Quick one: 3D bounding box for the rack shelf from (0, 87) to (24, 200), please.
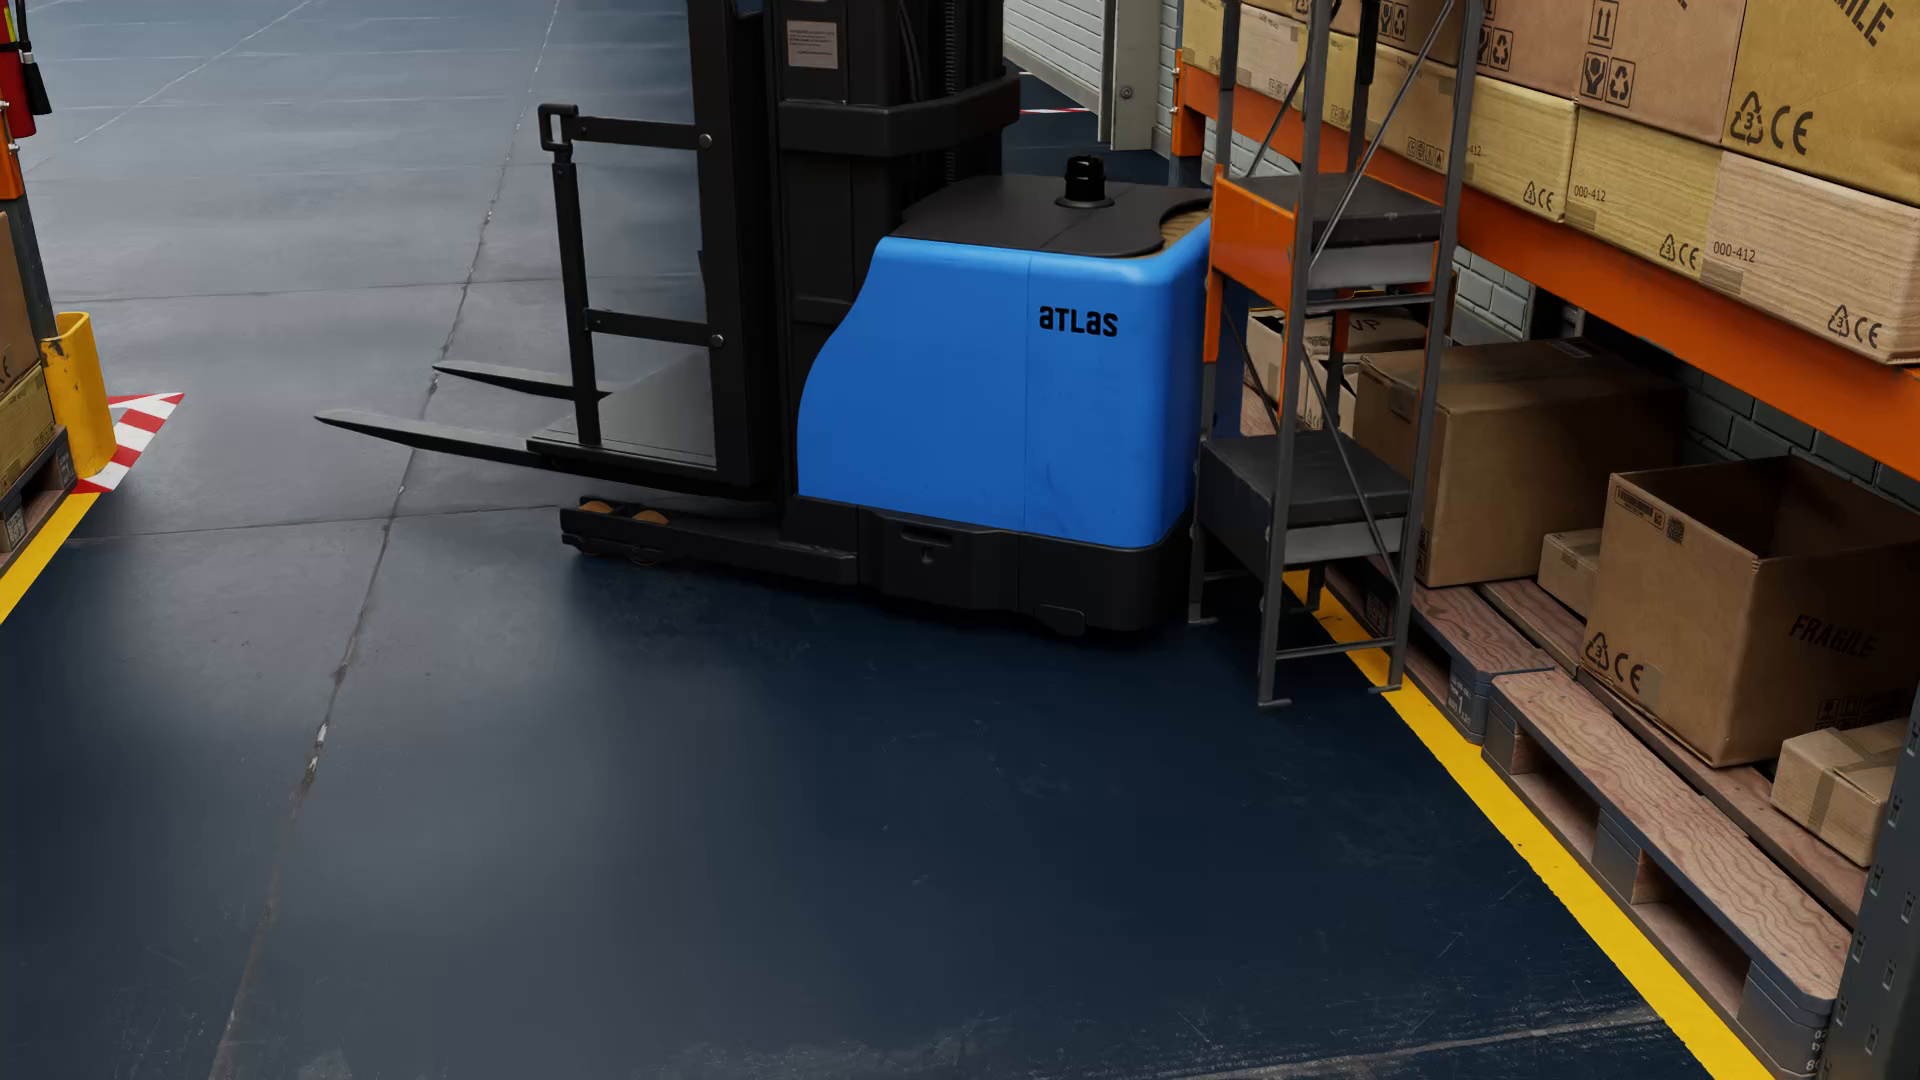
[{"bbox_3d":[-3.213,-0.485,3.511,1.077,0.370,4.000,-4,24,-10],"label":"rack shelf"}]

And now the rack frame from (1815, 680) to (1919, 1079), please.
[{"bbox_3d":[2.021,-0.395,2.408,0.949,2.616,0.053,-4,24,-10],"label":"rack frame"}]

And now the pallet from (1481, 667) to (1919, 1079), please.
[{"bbox_3d":[1.865,0.621,3.565,1.003,0.211,1.213,-4,24,-10],"label":"pallet"}]

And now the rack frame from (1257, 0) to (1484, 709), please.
[{"bbox_3d":[0.958,-0.552,3.890,0.400,2.100,0.015,-6,24,-13],"label":"rack frame"}]

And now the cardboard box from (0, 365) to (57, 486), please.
[{"bbox_3d":[-3.194,-0.344,5.201,0.500,0.250,0.500,-4,24,-10],"label":"cardboard box"}]

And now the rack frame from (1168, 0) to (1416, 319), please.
[{"bbox_3d":[1.284,-1.969,6.011,1.000,3.000,0.127,-4,24,-10],"label":"rack frame"}]

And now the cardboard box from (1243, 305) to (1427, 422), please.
[{"bbox_3d":[1.324,-0.660,5.822,0.500,0.311,0.500,-7,25,-16],"label":"cardboard box"}]

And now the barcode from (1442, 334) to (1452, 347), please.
[{"bbox_3d":[1.720,-0.686,5.872,0.001,0.075,0.075,-4,24,-10],"label":"barcode"}]

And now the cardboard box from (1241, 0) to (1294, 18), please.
[{"bbox_3d":[1.159,-1.848,4.959,0.500,0.500,0.500,-4,24,-10],"label":"cardboard box"}]

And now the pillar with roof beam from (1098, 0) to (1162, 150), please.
[{"bbox_3d":[-3.076,-6.548,9.000,9.100,9.000,0.400,-4,24,-10],"label":"pillar with roof beam"}]

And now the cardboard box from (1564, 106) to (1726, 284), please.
[{"bbox_3d":[1.555,-0.697,3.260,0.500,0.250,0.500,-4,24,-10],"label":"cardboard box"}]

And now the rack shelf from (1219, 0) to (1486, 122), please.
[{"bbox_3d":[0.898,-1.275,3.832,0.431,0.518,0.480,-6,24,-13],"label":"rack shelf"}]

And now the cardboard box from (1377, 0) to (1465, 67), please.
[{"bbox_3d":[1.355,-1.442,4.030,0.500,0.500,0.500,-4,24,-8],"label":"cardboard box"}]

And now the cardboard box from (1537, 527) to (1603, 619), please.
[{"bbox_3d":[1.748,0.079,4.335,0.380,0.149,0.250,-6,24,-14],"label":"cardboard box"}]

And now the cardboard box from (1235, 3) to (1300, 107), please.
[{"bbox_3d":[1.173,-1.491,5.078,0.500,0.250,0.500,-5,24,-11],"label":"cardboard box"}]

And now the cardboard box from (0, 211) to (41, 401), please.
[{"bbox_3d":[-3.192,-0.688,5.051,0.500,0.500,0.500,-4,24,-10],"label":"cardboard box"}]

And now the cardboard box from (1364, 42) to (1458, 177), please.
[{"bbox_3d":[1.352,-1.091,4.163,0.500,0.250,0.500,-4,24,-9],"label":"cardboard box"}]

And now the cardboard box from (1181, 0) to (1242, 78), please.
[{"bbox_3d":[1.063,-1.694,5.543,0.500,0.250,0.500,-5,24,-11],"label":"cardboard box"}]

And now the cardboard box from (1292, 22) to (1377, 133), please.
[{"bbox_3d":[1.261,-1.290,4.618,0.500,0.250,0.500,-5,24,-11],"label":"cardboard box"}]

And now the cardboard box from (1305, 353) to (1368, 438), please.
[{"bbox_3d":[1.429,-0.435,5.309,0.500,0.311,0.500,-2,24,-5],"label":"cardboard box"}]

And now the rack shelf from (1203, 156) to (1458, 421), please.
[{"bbox_3d":[0.898,-0.634,4.112,0.431,0.518,0.480,-6,24,-13],"label":"rack shelf"}]

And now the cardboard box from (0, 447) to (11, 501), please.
[{"bbox_3d":[-3.089,-0.148,4.753,0.500,0.250,0.500,-4,24,-10],"label":"cardboard box"}]

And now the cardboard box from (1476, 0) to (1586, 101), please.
[{"bbox_3d":[1.452,-1.238,3.561,0.500,0.500,0.500,-5,24,-11],"label":"cardboard box"}]

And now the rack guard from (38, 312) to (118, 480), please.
[{"bbox_3d":[-3.588,-0.465,5.690,1.175,0.500,0.348,-4,24,-10],"label":"rack guard"}]

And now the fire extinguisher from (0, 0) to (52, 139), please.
[{"bbox_3d":[-3.149,-1.646,5.368,0.296,0.674,0.183,-4,24,-10],"label":"fire extinguisher"}]

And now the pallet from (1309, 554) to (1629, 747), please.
[{"bbox_3d":[1.636,0.140,4.666,1.003,0.211,1.213,-4,24,-10],"label":"pallet"}]

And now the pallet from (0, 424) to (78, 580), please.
[{"bbox_3d":[-3.401,-0.025,5.044,1.003,0.211,1.213,-4,24,-10],"label":"pallet"}]

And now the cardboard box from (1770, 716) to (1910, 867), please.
[{"bbox_3d":[1.896,0.493,3.364,0.380,0.166,0.250,-8,25,-17],"label":"cardboard box"}]

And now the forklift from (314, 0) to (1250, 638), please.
[{"bbox_3d":[-0.679,-1.446,4.899,3.031,2.935,1.130,10,25,21],"label":"forklift"}]

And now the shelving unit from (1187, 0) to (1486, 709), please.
[{"bbox_3d":[0.898,-0.647,4.107,0.431,2.100,0.503,-6,24,-13],"label":"shelving unit"}]

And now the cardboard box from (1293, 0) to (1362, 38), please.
[{"bbox_3d":[1.248,-1.644,4.492,0.500,0.500,0.500,-5,24,-11],"label":"cardboard box"}]

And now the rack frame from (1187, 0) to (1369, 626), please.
[{"bbox_3d":[0.837,-0.741,4.323,0.400,2.100,0.015,-6,24,-13],"label":"rack frame"}]

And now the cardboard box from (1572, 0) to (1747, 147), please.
[{"bbox_3d":[1.535,-1.039,3.106,0.500,0.500,0.500,-4,24,-10],"label":"cardboard box"}]

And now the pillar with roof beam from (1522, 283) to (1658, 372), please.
[{"bbox_3d":[-1.967,-4.188,3.597,9.100,9.000,0.400,-4,24,-10],"label":"pillar with roof beam"}]

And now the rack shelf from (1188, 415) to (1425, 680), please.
[{"bbox_3d":[0.898,0.007,4.392,0.431,0.518,0.480,-6,24,-13],"label":"rack shelf"}]

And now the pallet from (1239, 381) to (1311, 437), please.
[{"bbox_3d":[1.414,-0.339,5.763,1.003,0.211,1.213,-4,24,-10],"label":"pallet"}]

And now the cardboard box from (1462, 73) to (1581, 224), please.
[{"bbox_3d":[1.446,-0.893,3.710,0.500,0.250,0.500,-4,24,-10],"label":"cardboard box"}]

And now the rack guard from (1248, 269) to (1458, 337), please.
[{"bbox_3d":[1.298,-0.794,6.442,1.175,0.500,0.348,-4,24,-10],"label":"rack guard"}]

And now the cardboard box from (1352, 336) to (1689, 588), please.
[{"bbox_3d":[1.516,-0.230,4.602,0.700,0.500,0.500,-6,24,-13],"label":"cardboard box"}]

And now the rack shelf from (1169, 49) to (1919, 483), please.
[{"bbox_3d":[1.654,-0.853,4.353,1.077,0.370,4.000,-4,24,-10],"label":"rack shelf"}]

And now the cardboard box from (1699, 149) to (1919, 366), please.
[{"bbox_3d":[1.639,-0.500,2.809,0.500,0.250,0.500,-4,24,-10],"label":"cardboard box"}]

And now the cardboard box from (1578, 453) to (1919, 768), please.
[{"bbox_3d":[1.793,0.143,3.748,0.500,0.500,0.500,-6,24,-14],"label":"cardboard box"}]

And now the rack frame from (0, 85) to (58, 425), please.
[{"bbox_3d":[-3.583,-1.601,5.168,1.000,3.000,0.127,-4,24,-10],"label":"rack frame"}]

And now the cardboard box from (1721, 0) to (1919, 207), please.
[{"bbox_3d":[1.633,-0.843,2.657,0.500,0.500,0.500,-4,24,-10],"label":"cardboard box"}]
